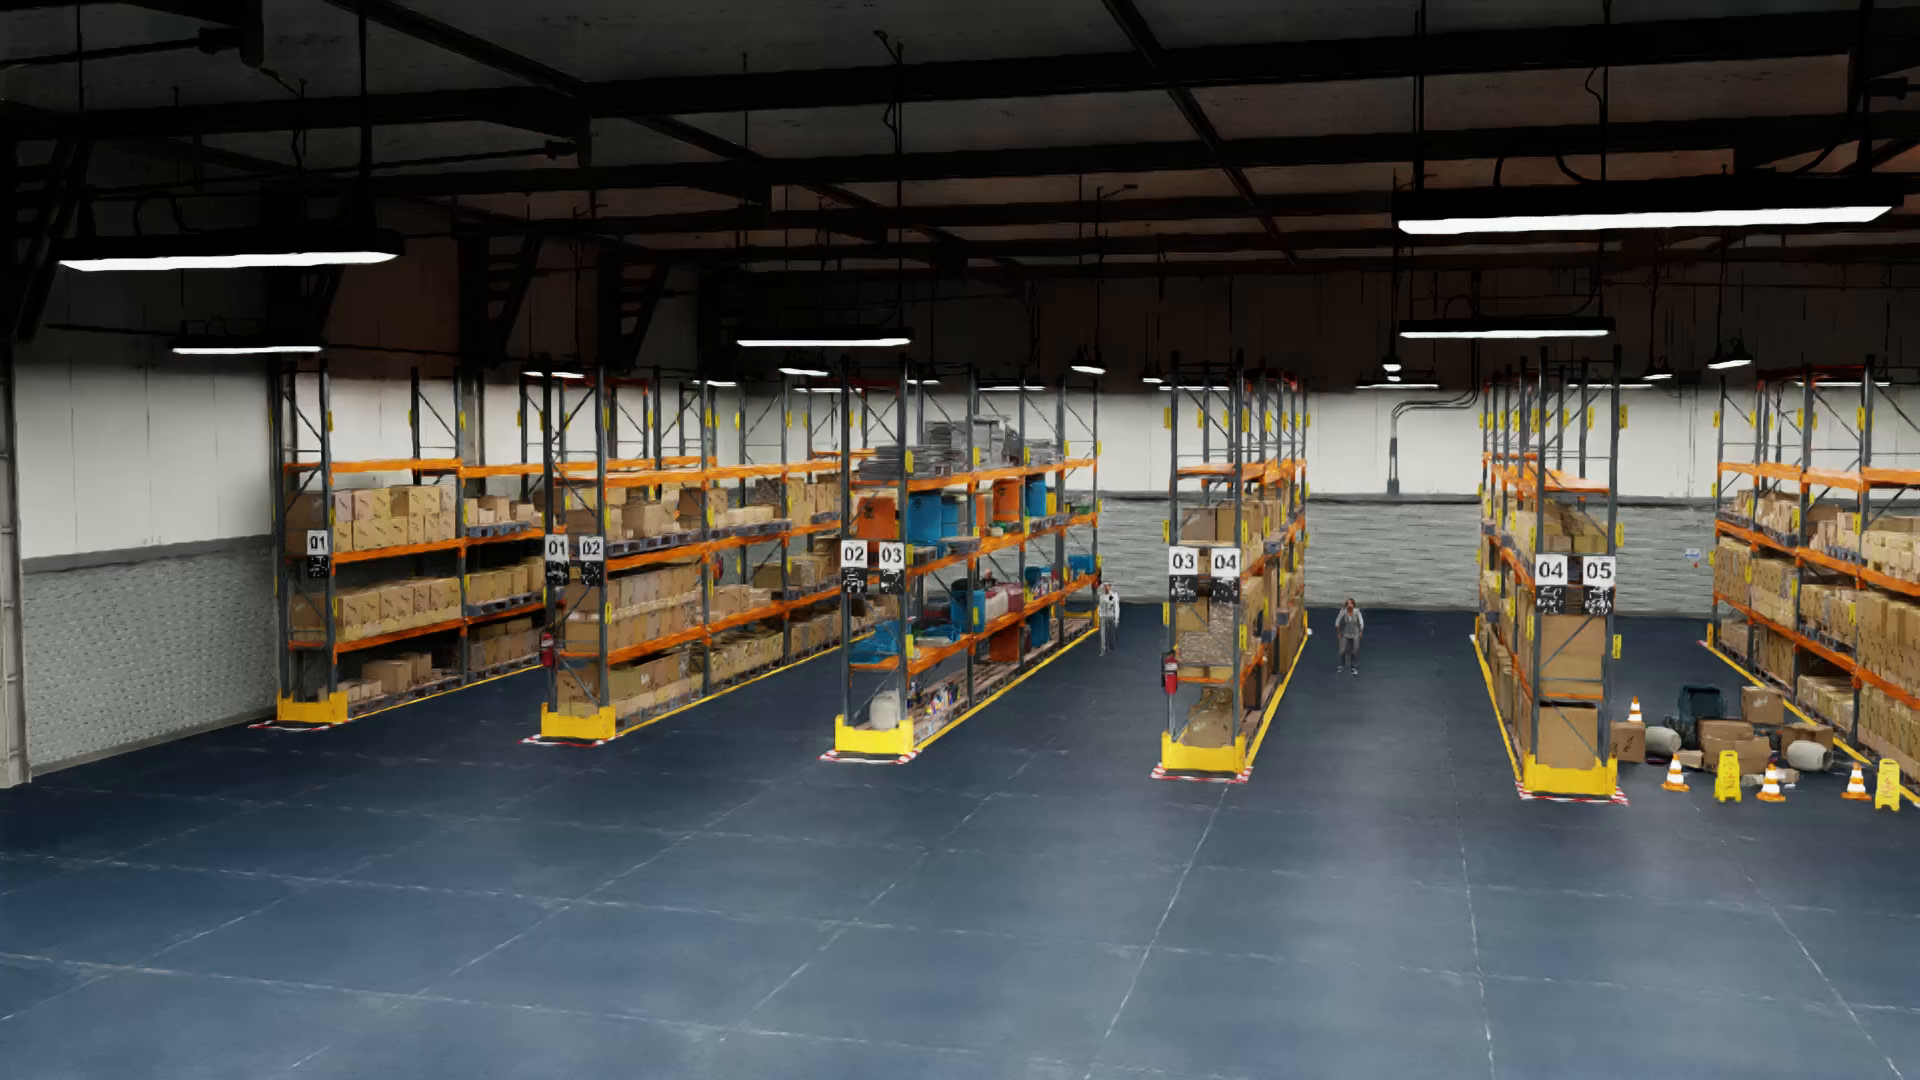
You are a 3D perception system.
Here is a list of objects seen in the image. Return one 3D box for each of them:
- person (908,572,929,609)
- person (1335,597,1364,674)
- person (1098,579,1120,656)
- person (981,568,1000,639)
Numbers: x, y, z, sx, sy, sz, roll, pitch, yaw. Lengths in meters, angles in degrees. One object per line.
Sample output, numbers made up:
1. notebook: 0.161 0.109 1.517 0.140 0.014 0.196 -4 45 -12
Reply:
1. person: -1.133 1.004 43.941 0.677 1.669 0.771 -1 4 -7
2. person: 7.676 1.883 32.781 0.566 1.541 0.519 1 4 13
3. person: 3.175 1.634 35.459 0.497 1.622 0.998 1 4 13
4. person: 0.667 1.457 37.794 0.677 1.673 0.530 1 4 14
